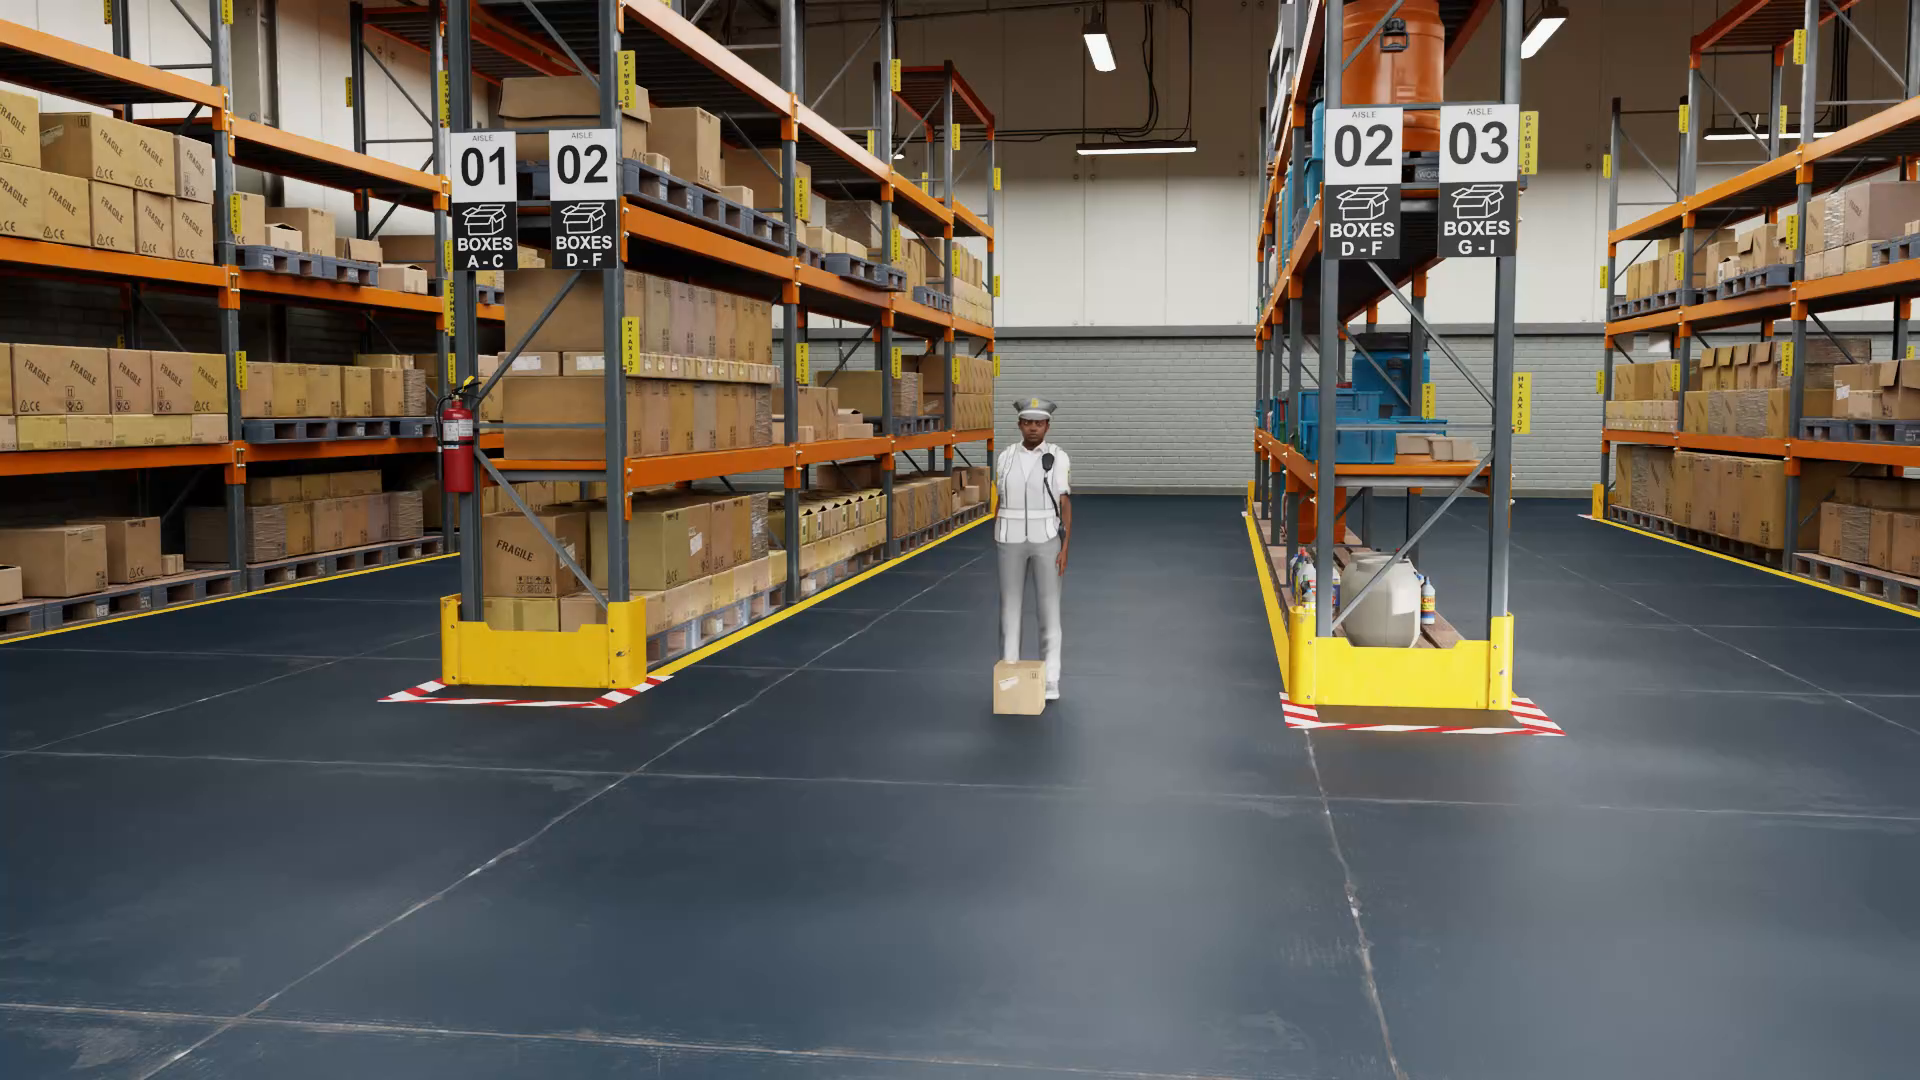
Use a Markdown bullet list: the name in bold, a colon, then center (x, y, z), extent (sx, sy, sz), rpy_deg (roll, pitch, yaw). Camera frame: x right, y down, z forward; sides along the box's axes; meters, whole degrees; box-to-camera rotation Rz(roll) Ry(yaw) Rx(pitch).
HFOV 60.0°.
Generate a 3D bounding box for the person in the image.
- **person**: center (0.406, 0.058, 9.309), extent (0.436, 1.716, 0.347), rpy_deg (1, 5, 10)
